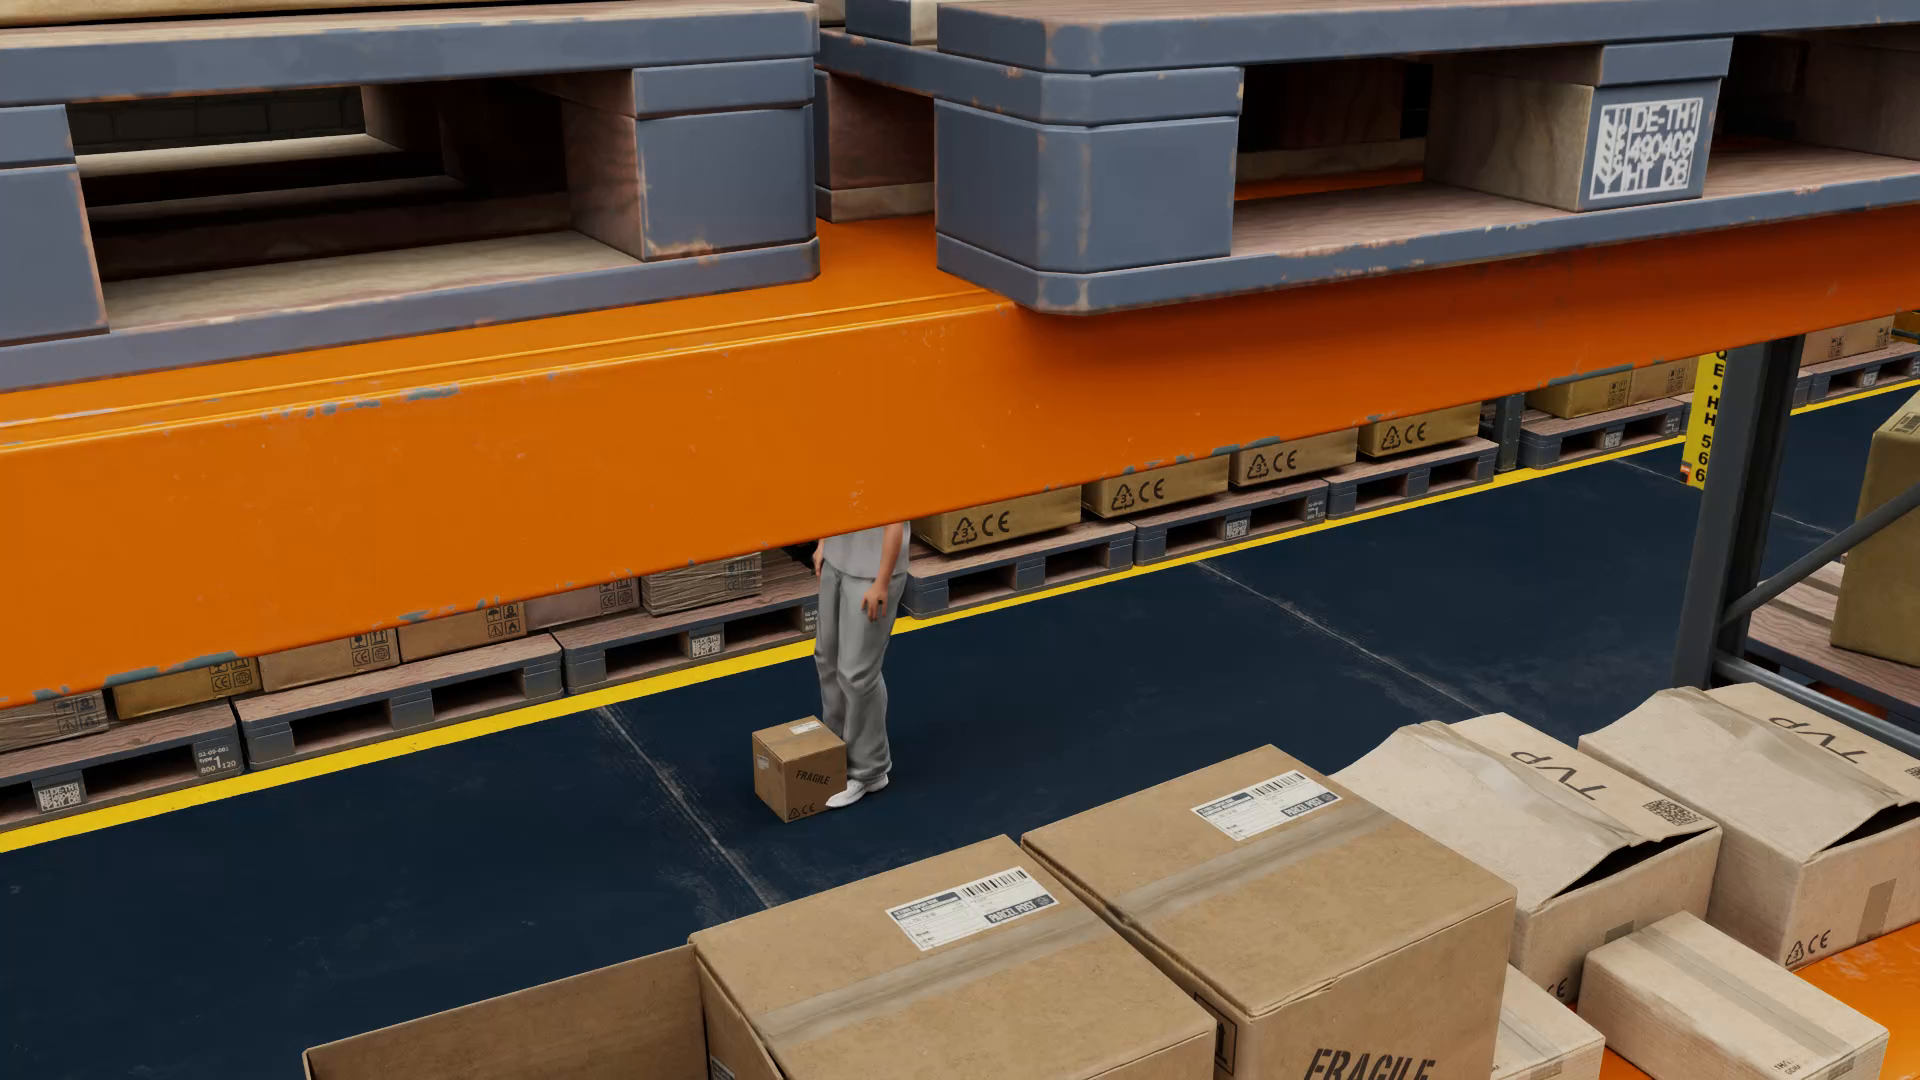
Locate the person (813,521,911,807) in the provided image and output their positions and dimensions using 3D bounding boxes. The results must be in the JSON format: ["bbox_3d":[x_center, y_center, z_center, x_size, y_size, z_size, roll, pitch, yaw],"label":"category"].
[{"bbox_3d":[-0.388,0.111,5.813,0.412,1.672,0.485,-13,25,-29],"label":"person"}]
